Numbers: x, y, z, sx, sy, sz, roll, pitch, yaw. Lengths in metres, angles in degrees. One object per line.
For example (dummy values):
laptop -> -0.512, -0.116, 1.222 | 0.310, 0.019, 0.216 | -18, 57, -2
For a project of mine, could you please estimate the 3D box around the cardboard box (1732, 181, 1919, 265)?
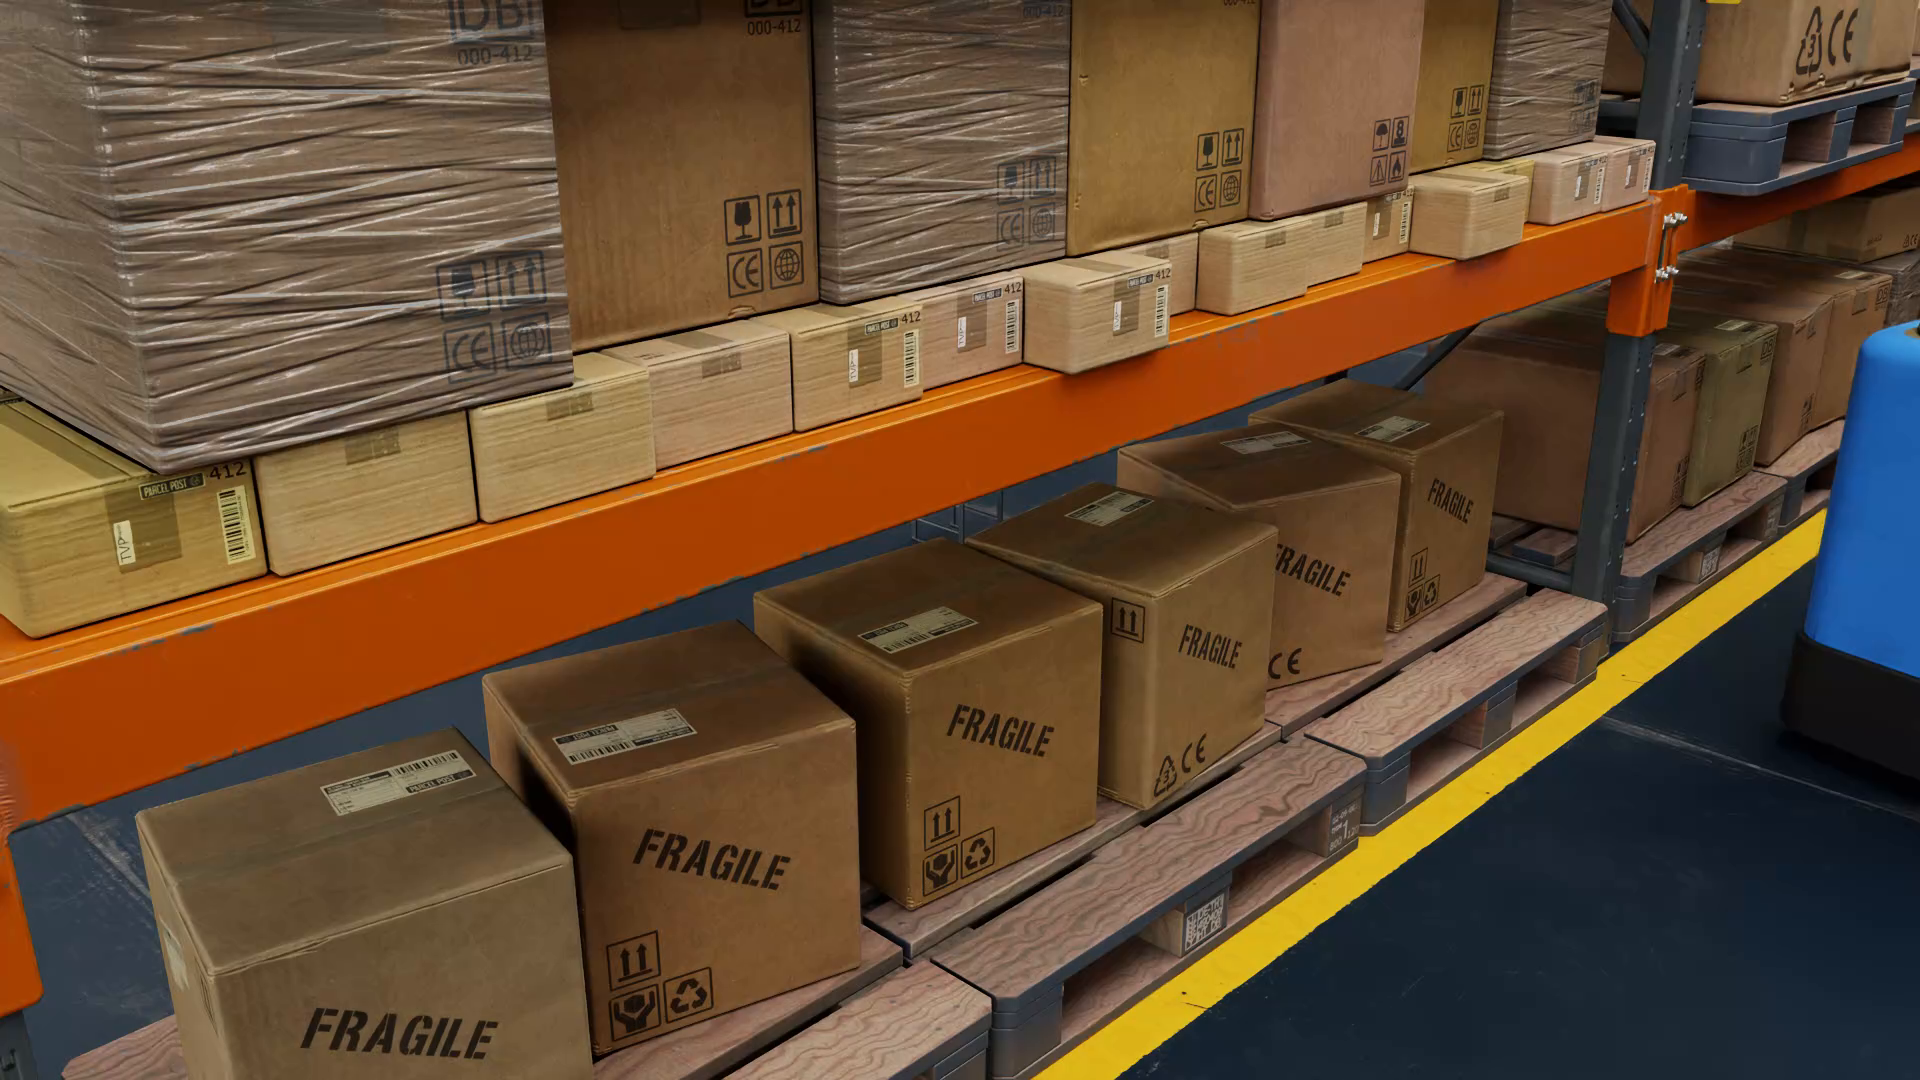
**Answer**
cardboard box -> 3.416, -1.274, 6.535 | 0.500, 0.250, 0.500 | -16, 26, -36

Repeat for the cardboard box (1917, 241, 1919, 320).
cardboard box -> 3.772, -1.066, 7.038 | 0.700, 0.500, 0.500 | 17, 27, 38

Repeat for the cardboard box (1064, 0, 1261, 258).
cardboard box -> 0.047, -0.870, 3.103 | 0.875, 0.500, 0.500 | 19, 28, 41

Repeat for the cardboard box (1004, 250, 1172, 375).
cardboard box -> 0.130, -0.406, 2.799 | 0.380, 0.149, 0.250 | 19, 28, 41

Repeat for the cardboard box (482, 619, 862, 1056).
cardboard box -> -0.516, 0.504, 2.981 | 0.500, 0.500, 0.500 | -12, 24, -28

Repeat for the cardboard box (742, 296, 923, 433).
cardboard box -> -0.274, -0.296, 2.515 | 0.380, 0.149, 0.250 | 19, 28, 41

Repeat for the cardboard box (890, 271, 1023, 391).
cardboard box -> -0.119, -0.367, 2.700 | 0.380, 0.149, 0.250 | 19, 28, 41

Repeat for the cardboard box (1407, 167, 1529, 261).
cardboard box -> 1.002, -0.727, 3.635 | 0.380, 0.149, 0.250 | 19, 28, 41

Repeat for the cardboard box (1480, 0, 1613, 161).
cardboard box -> 1.076, -1.262, 4.122 | 0.875, 0.500, 0.500 | 19, 28, 41

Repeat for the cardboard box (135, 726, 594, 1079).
cardboard box -> -0.908, 0.666, 2.559 | 0.500, 0.500, 0.500 | -14, 25, -32

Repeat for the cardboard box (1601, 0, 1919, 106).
cardboard box -> 2.089, -1.822, 4.711 | 1.000, 1.000, 1.000 | 19, 28, 41

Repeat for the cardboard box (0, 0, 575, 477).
cardboard box -> -0.952, -0.468, 2.057 | 0.875, 0.500, 0.500 | 19, 28, 41

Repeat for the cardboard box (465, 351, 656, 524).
cardboard box -> -0.613, -0.164, 2.171 | 0.380, 0.149, 0.250 | 19, 28, 41

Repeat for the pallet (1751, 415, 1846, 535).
pallet -> 2.828, -0.390, 6.296 | 1.003, 0.211, 1.213 | 19, 28, 41

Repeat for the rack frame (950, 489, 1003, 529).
rack frame -> 0.054, -0.580, 5.411 | 0.240, 1.200, 0.006 | 19, 28, 41

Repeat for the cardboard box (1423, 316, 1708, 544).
cardboard box -> 1.878, -0.367, 5.220 | 0.700, 0.500, 0.500 | 17, 27, 37

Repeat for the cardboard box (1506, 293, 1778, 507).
cardboard box -> 2.225, -0.485, 5.527 | 0.700, 0.500, 0.500 | 19, 28, 40

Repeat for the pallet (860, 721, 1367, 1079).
pallet -> 0.140, 0.622, 3.662 | 1.003, 0.211, 1.213 | 19, 28, 41

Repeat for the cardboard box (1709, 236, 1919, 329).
cardboard box -> 3.394, -0.920, 6.658 | 0.700, 0.500, 0.500 | 16, 26, 36

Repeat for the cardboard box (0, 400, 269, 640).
cardboard box -> -0.986, -0.044, 1.859 | 0.380, 0.149, 0.250 | 19, 28, 41

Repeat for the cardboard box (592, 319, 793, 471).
cardboard box -> -0.453, -0.234, 2.352 | 0.380, 0.149, 0.250 | 19, 28, 41

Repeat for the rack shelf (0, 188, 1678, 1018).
rack shelf -> 0.039, -0.326, 3.245 | 1.077, 0.370, 4.000 | 19, 28, 41

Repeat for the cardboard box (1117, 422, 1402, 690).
cardboard box -> 0.733, 0.036, 4.198 | 0.500, 0.500, 0.500 | -11, 23, -25

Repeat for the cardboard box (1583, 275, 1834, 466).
cardboard box -> 2.615, -0.629, 5.901 | 0.700, 0.500, 0.500 | 16, 26, 36

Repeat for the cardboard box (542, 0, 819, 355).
cardboard box -> -0.690, -0.627, 2.470 | 0.875, 0.500, 0.500 | 19, 28, 41

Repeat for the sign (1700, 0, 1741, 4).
sign -> 1.829, -1.447, 3.950 | 0.100, 0.325, 0.005 | 19, 28, 41

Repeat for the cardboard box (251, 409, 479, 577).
cardboard box -> -0.798, -0.104, 2.014 | 0.380, 0.149, 0.250 | 19, 28, 41

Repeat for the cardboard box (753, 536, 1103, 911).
cardboard box -> -0.065, 0.348, 3.387 | 0.500, 0.500, 0.500 | -17, 27, -37

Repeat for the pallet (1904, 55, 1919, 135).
pallet -> 2.873, -1.596, 5.813 | 1.003, 0.211, 1.213 | 19, 28, 41

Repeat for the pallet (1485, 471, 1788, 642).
pallet -> 1.977, -0.075, 5.476 | 1.003, 0.211, 1.213 | 19, 28, 41

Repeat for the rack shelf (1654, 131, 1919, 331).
rack shelf -> 2.830, -1.355, 5.921 | 1.077, 0.370, 4.000 | 19, 28, 41

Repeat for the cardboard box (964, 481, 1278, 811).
cardboard box -> 0.356, 0.216, 3.731 | 0.500, 0.500, 0.500 | 16, 26, 36

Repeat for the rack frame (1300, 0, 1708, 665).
rack frame -> 1.435, -1.176, 4.454 | 1.000, 3.000, 0.127 | 19, 28, 41

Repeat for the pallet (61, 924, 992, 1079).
pallet -> -0.711, 0.934, 2.850 | 1.003, 0.211, 1.213 | 19, 28, 41

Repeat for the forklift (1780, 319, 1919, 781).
forklift -> 3.564, -1.010, 4.118 | 3.031, 2.935, 1.130 | -14, 25, -33

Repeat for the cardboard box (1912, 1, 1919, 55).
cardboard box -> 3.255, -1.842, 5.787 | 0.396, 0.266, 0.258 | 18, 28, 39

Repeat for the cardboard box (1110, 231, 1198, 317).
cardboard box -> 0.209, -0.503, 3.053 | 0.380, 0.149, 0.250 | 19, 28, 41

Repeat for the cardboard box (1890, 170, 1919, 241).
cardboard box -> 3.779, -1.413, 6.896 | 0.500, 0.250, 0.500 | -19, 28, -40

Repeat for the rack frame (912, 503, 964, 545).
rack frame -> -0.074, -0.533, 5.288 | 0.240, 1.200, 0.006 | 19, 28, 41

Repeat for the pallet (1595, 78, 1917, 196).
pallet -> 2.072, -1.247, 4.905 | 1.003, 0.211, 1.213 | 19, 28, 41

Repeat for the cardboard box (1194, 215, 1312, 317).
cardboard box -> 0.438, -0.548, 3.170 | 0.380, 0.149, 0.250 | 19, 28, 41

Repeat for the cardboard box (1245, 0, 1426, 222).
cardboard box -> 0.426, -0.988, 3.411 | 0.875, 0.500, 0.500 | 19, 28, 41

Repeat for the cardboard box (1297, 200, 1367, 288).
cardboard box -> 0.588, -0.621, 3.360 | 0.380, 0.149, 0.250 | 19, 28, 41

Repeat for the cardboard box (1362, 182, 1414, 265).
cardboard box -> 0.733, -0.696, 3.554 | 0.380, 0.149, 0.250 | 19, 28, 41

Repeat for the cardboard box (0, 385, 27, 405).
cardboard box -> -1.305, -0.156, 2.149 | 0.380, 0.149, 0.250 | 19, 28, 41

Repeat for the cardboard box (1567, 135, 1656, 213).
cardboard box -> 1.495, -0.930, 4.164 | 0.380, 0.149, 0.250 | 19, 28, 41

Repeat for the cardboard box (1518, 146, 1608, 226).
cardboard box -> 1.314, -0.868, 4.003 | 0.380, 0.149, 0.250 | 19, 28, 41

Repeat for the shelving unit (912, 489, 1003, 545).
shelving unit -> -0.010, -0.556, 5.350 | 0.258, 1.200, 0.189 | 19, 28, 41

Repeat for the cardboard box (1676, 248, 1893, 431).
cardboard box -> 3.004, -0.773, 6.275 | 0.500, 0.500, 0.700 | -17, 27, -38

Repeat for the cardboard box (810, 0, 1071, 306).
cardboard box -> -0.310, -0.744, 2.776 | 0.875, 0.500, 0.500 | 19, 28, 41

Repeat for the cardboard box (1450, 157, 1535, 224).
cardboard box -> 1.097, -0.819, 3.875 | 0.380, 0.149, 0.250 | 19, 28, 41

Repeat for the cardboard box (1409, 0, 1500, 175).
cardboard box -> 0.702, -1.142, 3.811 | 0.875, 0.500, 0.500 | 19, 28, 41

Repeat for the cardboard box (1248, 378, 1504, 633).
cardboard box -> 1.127, -0.113, 4.586 | 0.500, 0.500, 0.500 | 18, 28, 39

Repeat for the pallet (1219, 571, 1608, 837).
pallet -> 0.991, 0.307, 4.482 | 1.003, 0.211, 1.213 | 19, 28, 41
